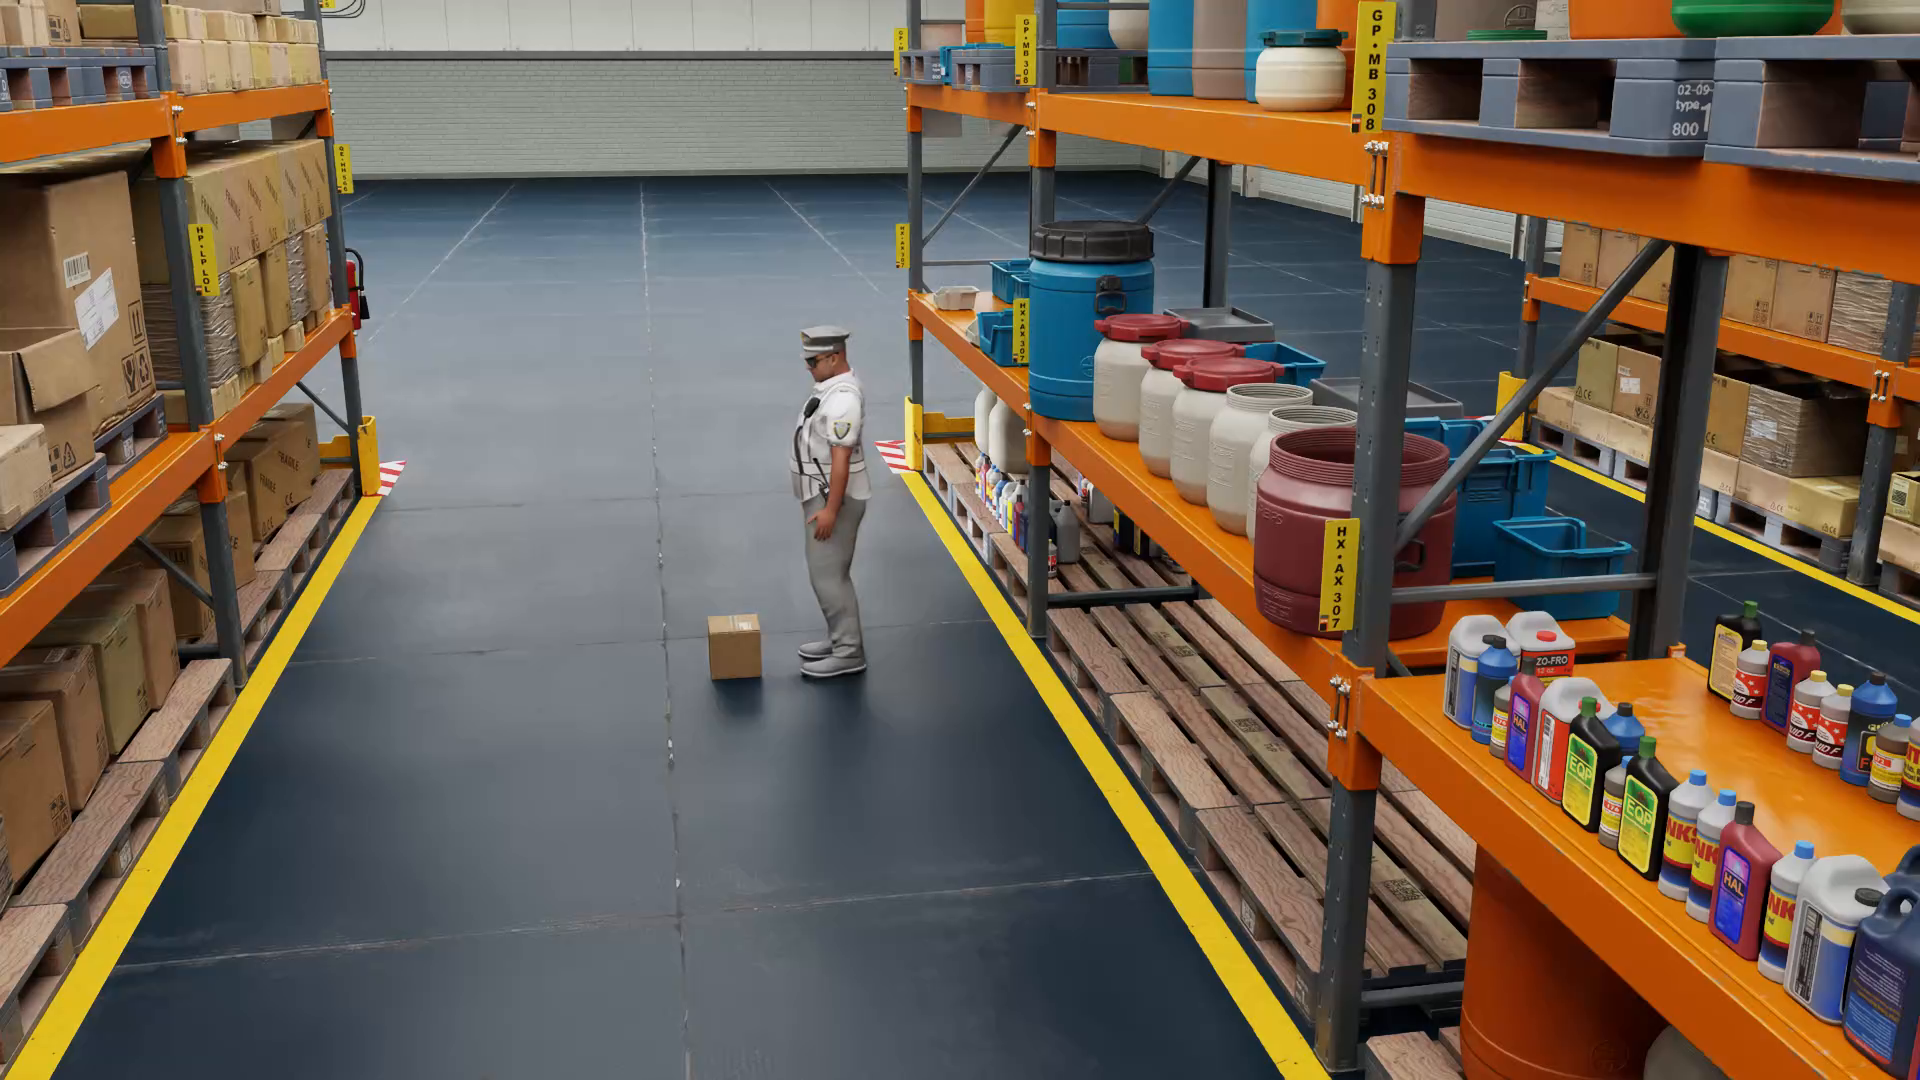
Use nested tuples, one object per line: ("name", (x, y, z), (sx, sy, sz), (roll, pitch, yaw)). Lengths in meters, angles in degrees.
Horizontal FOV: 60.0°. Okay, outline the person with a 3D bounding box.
("person", (-0.637, -0.196, 8.221), (0.391, 1.738, 0.530), (-3, 16, -9))
